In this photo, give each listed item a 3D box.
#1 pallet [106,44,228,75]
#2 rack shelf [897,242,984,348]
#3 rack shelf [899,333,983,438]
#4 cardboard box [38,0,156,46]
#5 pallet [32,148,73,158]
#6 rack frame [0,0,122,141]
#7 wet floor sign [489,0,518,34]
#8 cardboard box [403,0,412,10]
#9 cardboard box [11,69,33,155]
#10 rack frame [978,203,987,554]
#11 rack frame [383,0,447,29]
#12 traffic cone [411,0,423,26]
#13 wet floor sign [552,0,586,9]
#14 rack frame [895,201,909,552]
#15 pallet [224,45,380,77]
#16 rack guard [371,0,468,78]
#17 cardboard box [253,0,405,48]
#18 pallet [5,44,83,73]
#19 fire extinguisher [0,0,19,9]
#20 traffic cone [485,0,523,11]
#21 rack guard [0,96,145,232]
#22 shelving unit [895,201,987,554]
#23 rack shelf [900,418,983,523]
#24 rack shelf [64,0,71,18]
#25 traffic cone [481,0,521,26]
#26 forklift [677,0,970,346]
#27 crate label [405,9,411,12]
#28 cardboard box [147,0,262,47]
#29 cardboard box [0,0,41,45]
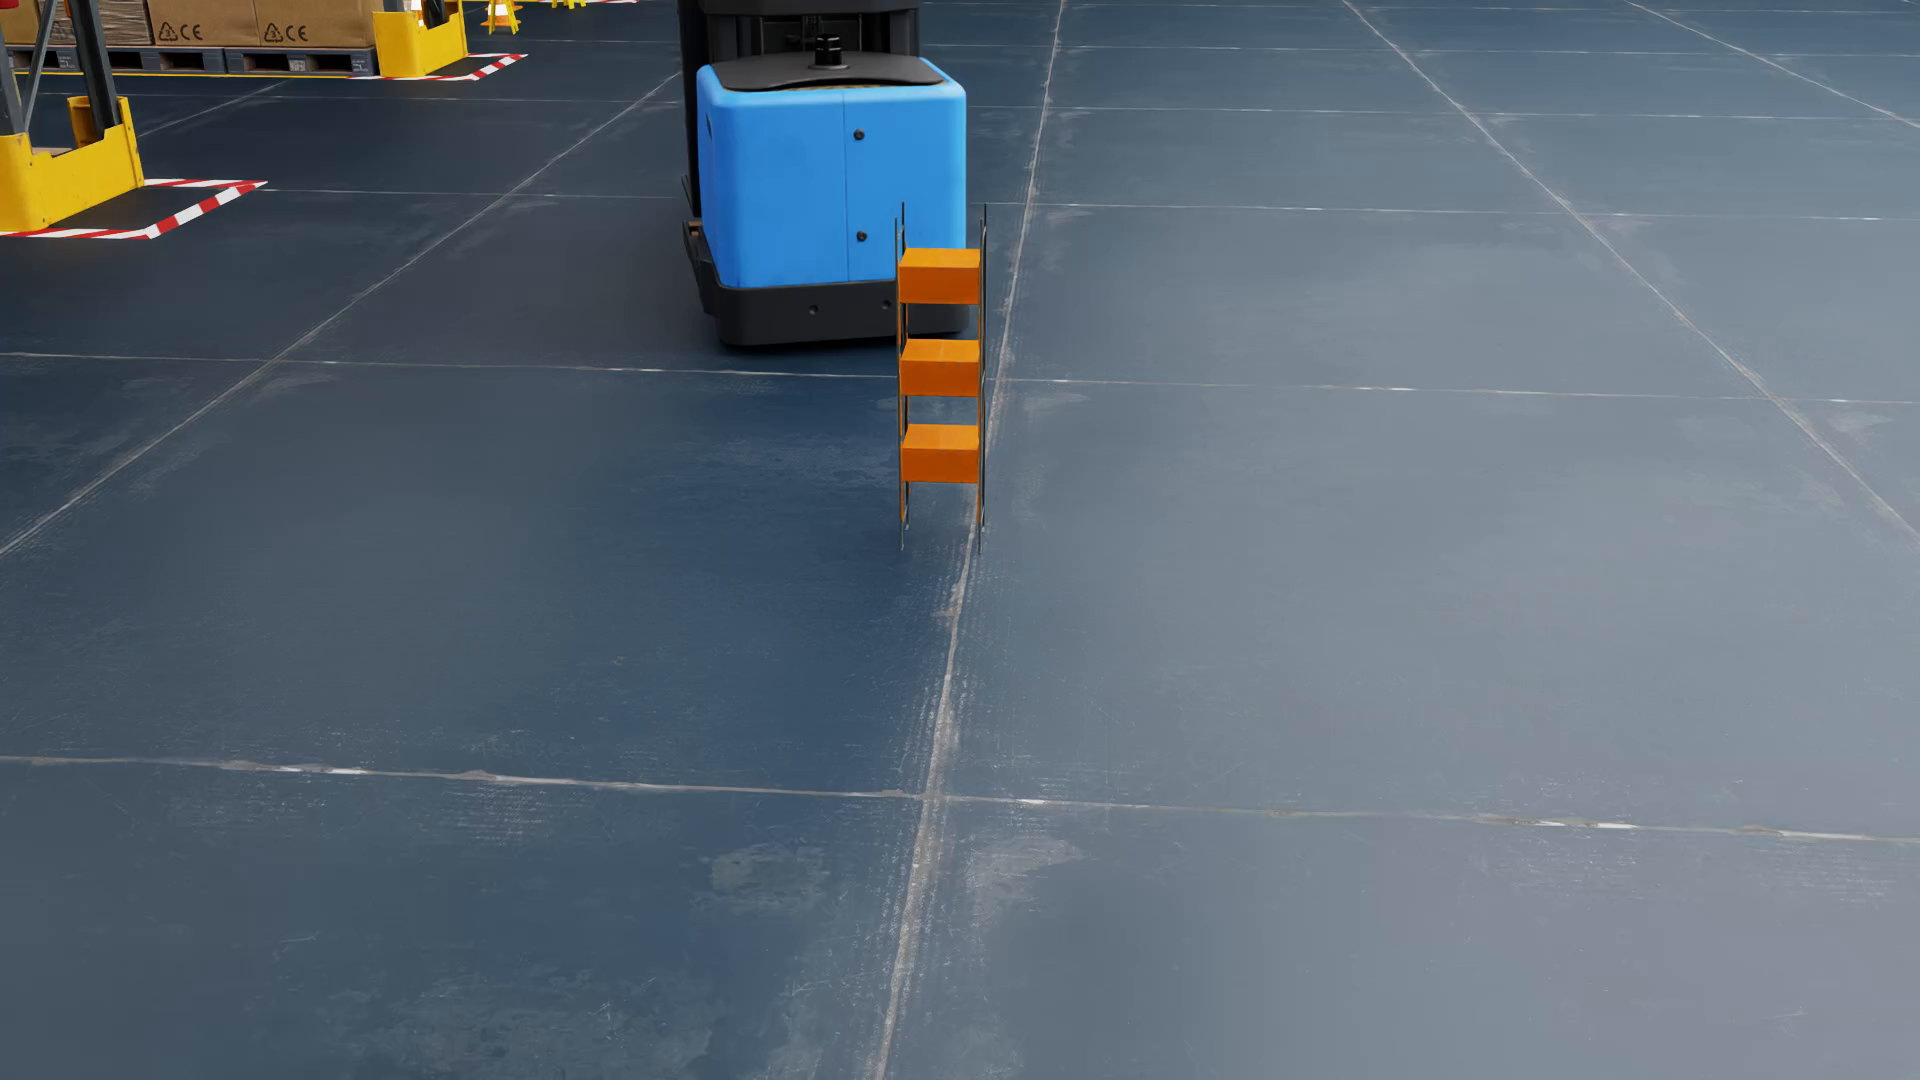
[{"bbox_3d":[-6.474,-4.064,13.830,1.213,0.211,1.003,2,25,4],"label":"pallet"},{"bbox_3d":[-0.053,-0.727,4.920,0.240,0.259,0.215,2,25,4],"label":"rack shelf"},{"bbox_3d":[-0.053,-0.469,5.039,0.240,0.259,0.215,2,25,4],"label":"rack shelf"},{"bbox_3d":[-6.925,-4.575,13.644,0.875,0.875,0.875,2,25,4],"label":"cardboard box"},{"bbox_3d":[-5.821,-2.010,9.366,1.213,0.211,1.003,2,25,4],"label":"pallet"},{"bbox_3d":[-4.938,-3.234,8.690,0.127,3.000,1.000,2,25,4],"label":"rack frame"},{"bbox_3d":[-4.277,-5.053,15.459,0.232,0.644,0.267,-2,25,-5],"label":"wet floor sign"},{"bbox_3d":[-5.640,-5.269,16.523,0.250,0.149,0.380,16,29,31],"label":"cardboard box"},{"bbox_3d":[-5.559,-2.316,9.183,0.500,0.500,0.500,6,25,14],"label":"cardboard box"},{"bbox_3d":[0.068,-0.475,5.026,0.008,1.050,0.200,2,25,4],"label":"rack frame"},{"bbox_3d":[-4.457,-5.298,13.175,0.127,3.000,1.000,2,25,4],"label":"rack frame"},{"bbox_3d":[-4.878,-4.754,15.029,0.334,0.463,0.336,2,25,4],"label":"traffic cone"},{"bbox_3d":[-4.072,-5.843,17.176,0.232,0.644,0.267,11,27,22],"label":"wet floor sign"},{"bbox_3d":[-0.175,-0.483,5.043,0.008,1.050,0.200,2,25,4],"label":"rack frame"},{"bbox_3d":[-5.260,-4.024,13.743,1.213,0.211,1.003,2,25,4],"label":"pallet"},{"bbox_3d":[-4.433,-4.162,13.696,0.348,0.500,1.175,2,25,4],"label":"rack guard"},{"bbox_3d":[-5.138,-4.518,13.519,0.875,0.875,0.875,2,25,4],"label":"cardboard box"},{"bbox_3d":[-7.693,-4.102,13.913,1.213,0.211,1.003,2,25,4],"label":"pallet"},{"bbox_3d":[-4.859,-3.003,8.281,0.183,0.674,0.296,2,25,4],"label":"fire extinguisher"},{"bbox_3d":[-4.707,-5.688,17.058,0.334,0.463,0.336,2,25,4],"label":"traffic cone"},{"bbox_3d":[-5.013,-2.101,9.218,0.348,0.500,1.175,2,25,4],"label":"rack guard"},{"bbox_3d":[-0.053,-0.479,5.034,0.252,1.050,0.215,2,25,4],"label":"shelving unit"},{"bbox_3d":[-0.053,-0.217,5.155,0.240,0.259,0.215,2,25,4],"label":"rack shelf"},{"bbox_3d":[-6.932,-2.971,8.979,4.000,0.370,1.077,2,25,4],"label":"rack shelf"},{"bbox_3d":[-4.453,-5.214,16.029,0.334,0.463,0.336,2,25,4],"label":"traffic cone"},{"bbox_3d":[-0.781,-2.717,7.649,1.130,2.935,3.031,-5,25,-11],"label":"forklift"},{"bbox_3d":[-5.241,-5.066,16.095,0.298,0.136,0.250,-11,27,-23],"label":"crate label"},{"bbox_3d":[-6.016,-4.545,13.578,0.875,0.875,0.875,1,25,3],"label":"cardboard box"},{"bbox_3d":[-7.824,-4.602,13.703,0.875,0.875,0.875,2,25,5],"label":"cardboard box"}]
